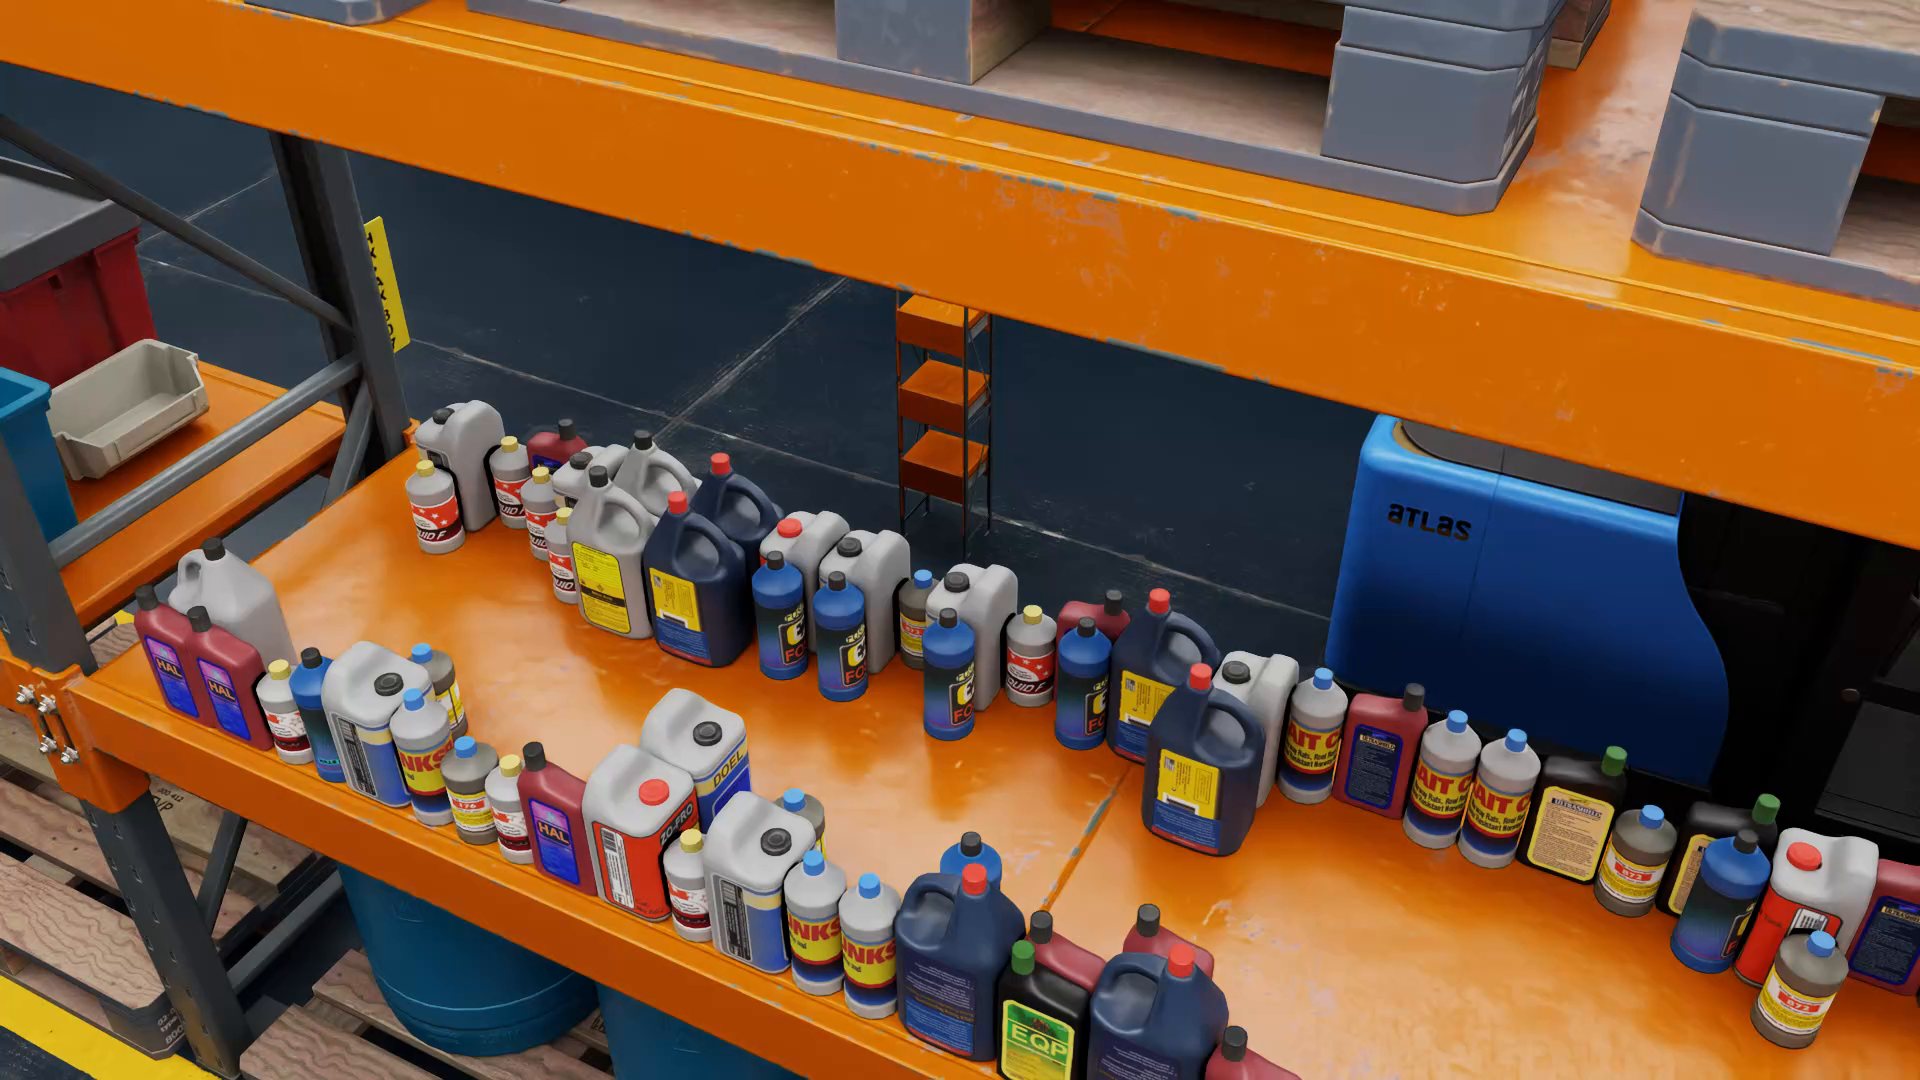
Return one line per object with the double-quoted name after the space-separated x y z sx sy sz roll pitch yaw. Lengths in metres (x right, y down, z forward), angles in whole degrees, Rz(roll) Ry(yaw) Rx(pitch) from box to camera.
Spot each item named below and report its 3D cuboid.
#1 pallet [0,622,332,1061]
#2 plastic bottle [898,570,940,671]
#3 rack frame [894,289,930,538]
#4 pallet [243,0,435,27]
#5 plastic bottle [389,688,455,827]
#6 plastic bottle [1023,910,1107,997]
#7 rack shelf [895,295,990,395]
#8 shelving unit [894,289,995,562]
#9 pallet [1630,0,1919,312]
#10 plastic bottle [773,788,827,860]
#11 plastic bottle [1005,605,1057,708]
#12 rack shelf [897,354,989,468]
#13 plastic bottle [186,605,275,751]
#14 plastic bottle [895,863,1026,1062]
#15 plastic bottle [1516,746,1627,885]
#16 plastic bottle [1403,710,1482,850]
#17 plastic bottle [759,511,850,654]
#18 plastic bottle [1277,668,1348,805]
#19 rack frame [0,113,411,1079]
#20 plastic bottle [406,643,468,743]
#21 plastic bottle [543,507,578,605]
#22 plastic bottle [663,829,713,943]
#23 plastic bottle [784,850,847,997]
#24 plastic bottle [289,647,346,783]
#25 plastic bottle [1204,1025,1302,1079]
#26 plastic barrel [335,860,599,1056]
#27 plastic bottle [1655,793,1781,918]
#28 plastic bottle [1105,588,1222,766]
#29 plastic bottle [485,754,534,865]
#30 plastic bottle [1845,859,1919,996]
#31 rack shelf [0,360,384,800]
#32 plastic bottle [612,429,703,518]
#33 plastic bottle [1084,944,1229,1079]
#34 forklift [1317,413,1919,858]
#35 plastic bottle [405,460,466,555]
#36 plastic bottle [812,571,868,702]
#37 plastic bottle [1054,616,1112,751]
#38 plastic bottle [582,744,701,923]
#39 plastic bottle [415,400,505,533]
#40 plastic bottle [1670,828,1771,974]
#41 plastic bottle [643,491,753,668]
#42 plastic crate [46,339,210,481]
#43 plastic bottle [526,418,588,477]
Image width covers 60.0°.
-2.247 0.763 4.571 1.213 0.211 1.003 17 41 21 "pallet"
-0.071 0.147 3.239 0.097 0.201 0.097 0 37 0 "plastic bottle"
-0.156 -0.467 5.497 0.008 1.050 0.200 17 41 21 "rack frame"
-0.835 -1.119 2.418 1.003 0.211 1.213 17 41 21 "pallet"
-0.925 0.369 2.890 0.097 0.271 0.097 0 37 0 "plastic bottle"
0.150 0.672 2.481 0.133 0.283 0.061 17 41 21 "plastic bottle"
-0.048 -0.651 5.287 0.240 0.259 0.215 17 41 21 "rack shelf"
-0.048 -0.433 5.452 0.252 1.050 0.215 17 41 21 "shelving unit"
1.341 -0.437 1.520 1.213 0.211 1.003 17 41 21 "pallet"
-0.272 0.498 2.778 0.097 0.201 0.097 0 37 0 "plastic bottle"
0.135 0.212 3.154 0.097 0.201 0.097 0 37 0 "plastic bottle"
-0.048 -0.425 5.459 0.240 0.259 0.215 17 41 21 "rack shelf"
-1.329 0.250 3.036 0.133 0.283 0.061 17 41 21 "plastic bottle"
0.000 0.611 2.505 0.185 0.351 0.144 17 41 21 "plastic bottle"
1.026 0.446 2.778 0.133 0.283 0.061 17 41 21 "plastic bottle"
0.829 0.401 2.847 0.097 0.271 0.097 0 37 0 "plastic bottle"
-0.306 0.063 3.289 0.135 0.276 0.152 17 41 21 "plastic bottle"
0.624 0.337 2.932 0.097 0.271 0.097 0 37 0 "plastic bottle"
-1.576 -0.165 3.486 0.127 3.000 1.000 17 41 21 "rack frame"
-0.975 0.277 3.068 0.097 0.201 0.097 0 37 0 "plastic bottle"
-0.794 0.024 3.401 0.097 0.201 0.097 0 37 0 "plastic bottle"
-0.428 0.552 2.706 0.097 0.201 0.097 0 37 0 "plastic bottle"
-0.222 0.589 2.600 0.097 0.271 0.097 0 37 0 "plastic bottle"
-1.131 0.304 2.975 0.097 0.271 0.097 0 37 0 "plastic bottle"
0.405 0.793 2.321 0.133 0.283 0.061 17 41 21 "plastic bottle"
-1.101 0.664 3.782 0.708 0.901 0.600 17 41 21 "plastic barrel"
1.231 0.510 2.694 0.133 0.283 0.061 17 41 21 "plastic bottle"
0.368 0.241 2.992 0.185 0.351 0.144 17 41 21 "plastic bottle"
-0.752 0.451 2.840 0.097 0.201 0.097 0 37 0 "plastic bottle"
1.469 0.584 2.596 0.133 0.283 0.061 17 41 21 "plastic bottle"
-3.352 -0.434 4.436 4.000 0.370 1.077 17 41 21 "rack shelf"
-0.610 -0.065 3.396 0.185 0.351 0.144 17 41 21 "plastic bottle"
0.283 0.699 2.388 0.185 0.351 0.144 17 41 21 "plastic bottle"
2.590 -0.431 3.893 3.031 2.935 1.130 16 40 20 "forklift"
-1.119 -0.077 3.535 0.097 0.201 0.097 0 37 0 "plastic bottle"
-0.227 0.174 3.146 0.097 0.271 0.097 0 37 0 "plastic bottle"
0.226 0.254 3.041 0.097 0.271 0.097 0 37 0 "plastic bottle"
-0.518 0.476 2.745 0.135 0.276 0.152 17 41 21 "plastic bottle"
-1.078 -0.179 3.608 0.135 0.276 0.152 17 41 21 "plastic bottle"
1.211 0.562 2.635 0.097 0.271 0.097 0 37 0 "plastic bottle"
-0.512 0.064 3.226 0.185 0.351 0.144 17 41 21 "plastic bottle"
-1.924 -0.290 3.819 0.243 0.136 0.396 17 41 21 "plastic crate"
-0.851 -0.142 3.553 0.133 0.283 0.061 17 41 21 "plastic bottle"
